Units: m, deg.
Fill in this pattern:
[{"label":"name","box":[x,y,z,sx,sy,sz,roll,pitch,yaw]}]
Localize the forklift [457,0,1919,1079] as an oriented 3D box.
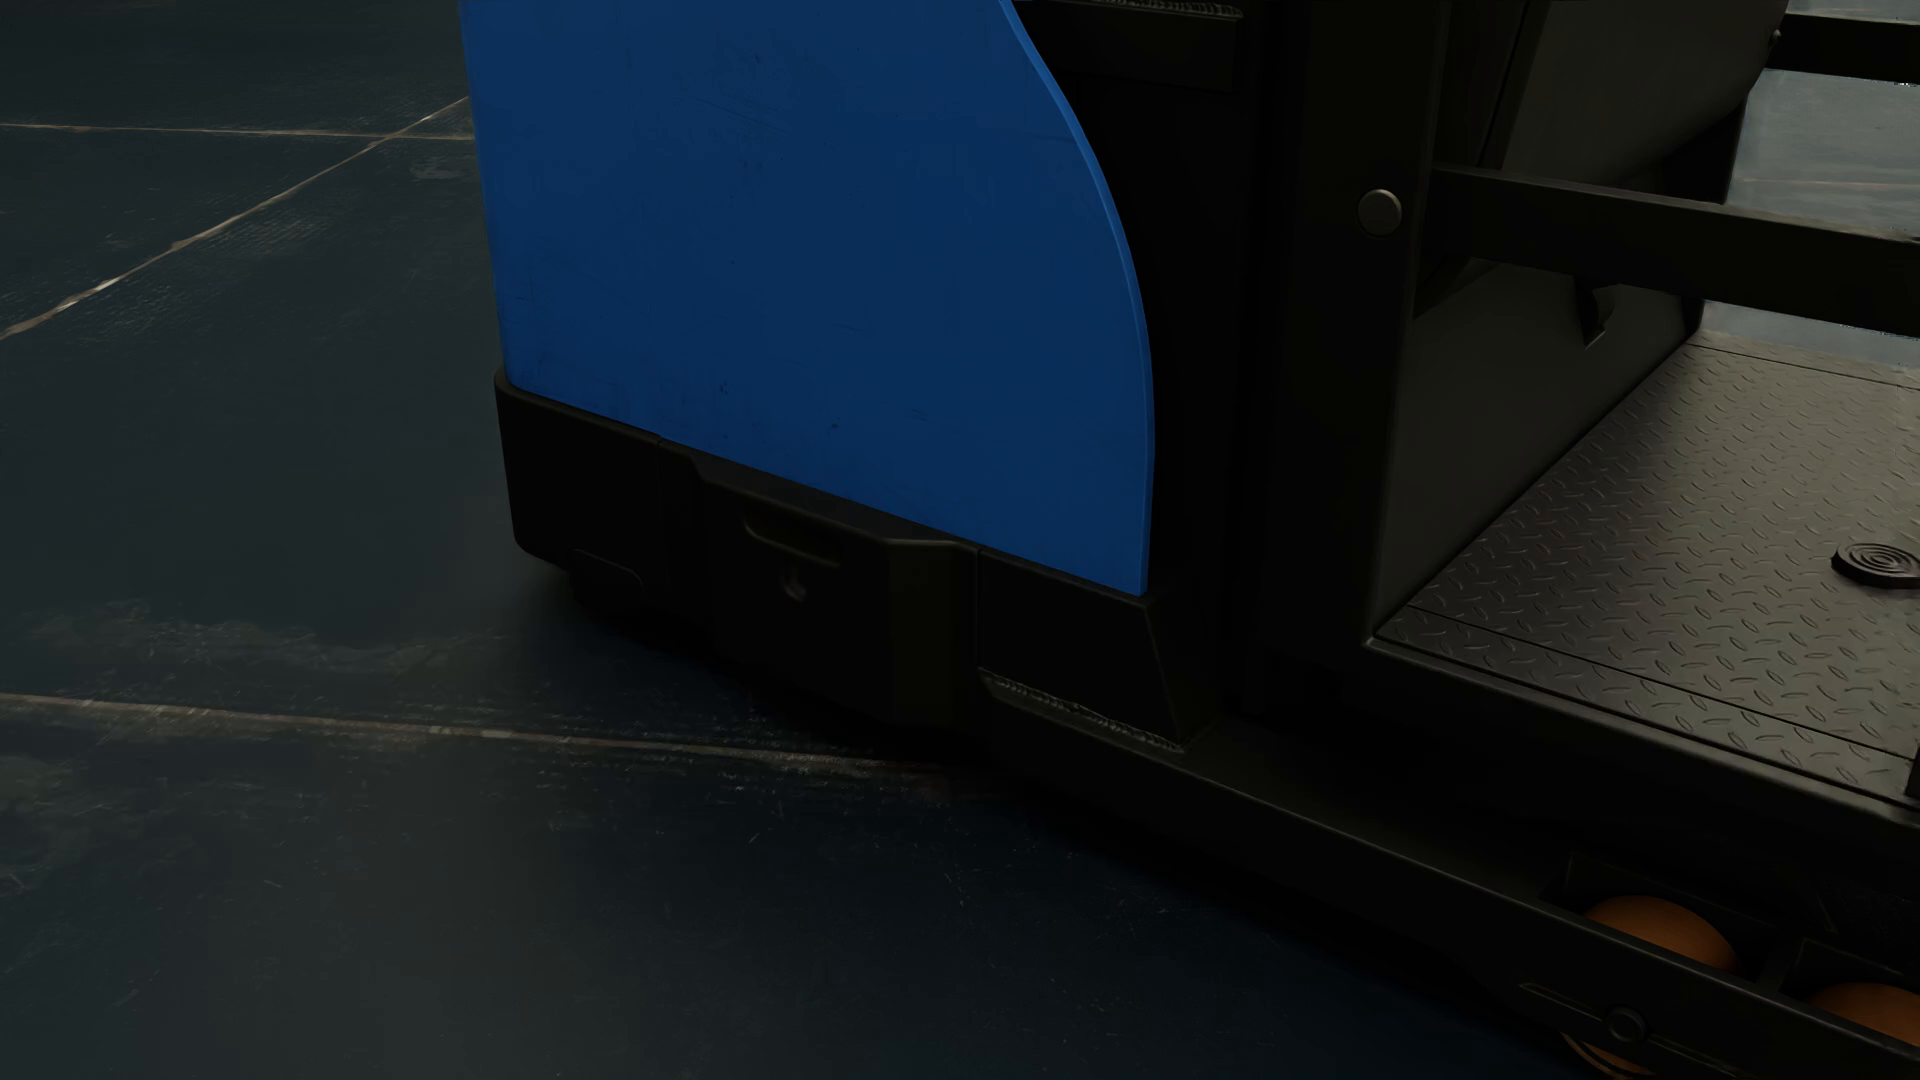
[{"label":"forklift","box":[0.851,-1.035,1.291,3.031,2.935,1.130,19,32,33]}]
